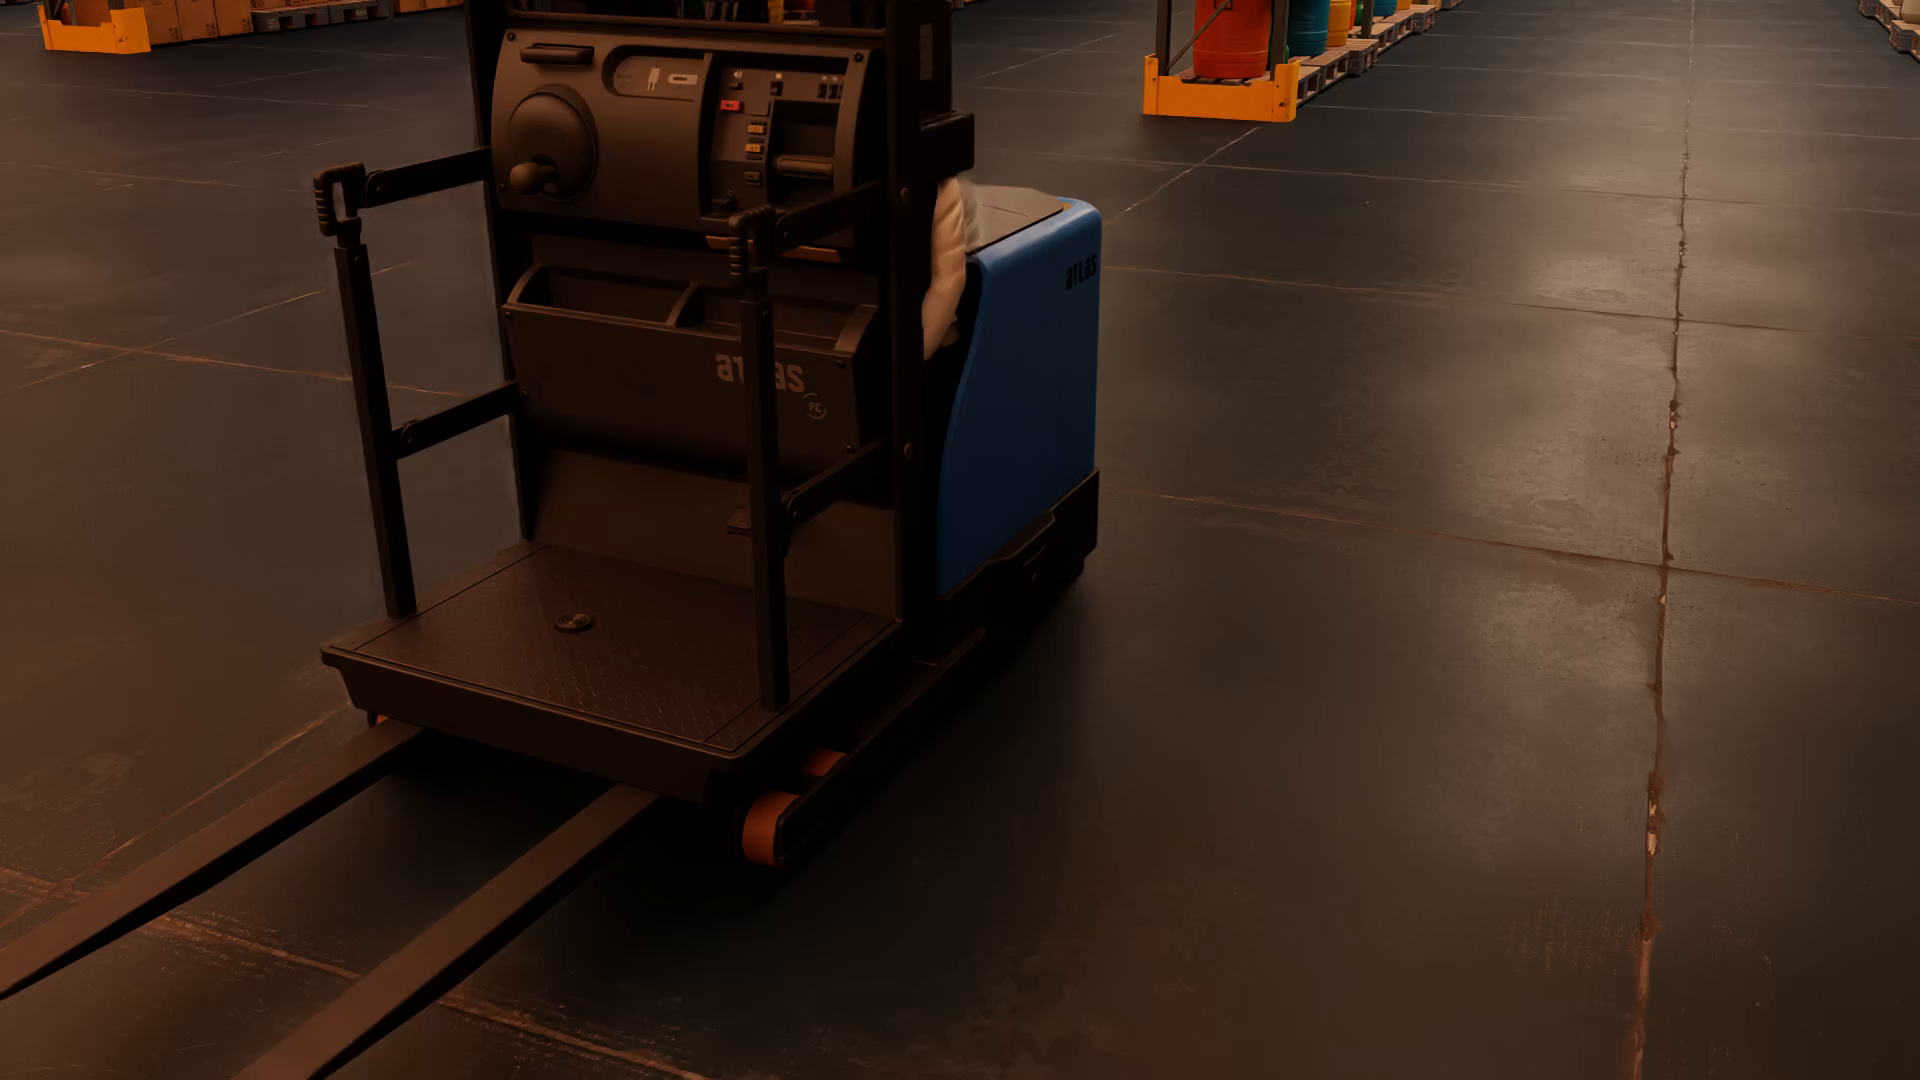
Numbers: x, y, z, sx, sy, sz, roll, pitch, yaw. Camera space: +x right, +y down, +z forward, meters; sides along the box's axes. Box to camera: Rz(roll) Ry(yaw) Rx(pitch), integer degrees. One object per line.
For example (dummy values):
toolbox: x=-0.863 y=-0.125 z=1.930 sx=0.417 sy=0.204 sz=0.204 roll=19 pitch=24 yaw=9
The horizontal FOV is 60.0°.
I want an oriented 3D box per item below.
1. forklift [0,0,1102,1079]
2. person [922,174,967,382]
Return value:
forklift: x=-0.701 y=-0.861 z=3.352 sx=1.130 sy=2.935 sz=3.031 roll=11 pitch=25 yaw=24
person: x=-0.379 y=-0.467 z=4.050 sx=0.680 sy=1.489 sz=0.721 roll=-11 pitch=25 yaw=-24
